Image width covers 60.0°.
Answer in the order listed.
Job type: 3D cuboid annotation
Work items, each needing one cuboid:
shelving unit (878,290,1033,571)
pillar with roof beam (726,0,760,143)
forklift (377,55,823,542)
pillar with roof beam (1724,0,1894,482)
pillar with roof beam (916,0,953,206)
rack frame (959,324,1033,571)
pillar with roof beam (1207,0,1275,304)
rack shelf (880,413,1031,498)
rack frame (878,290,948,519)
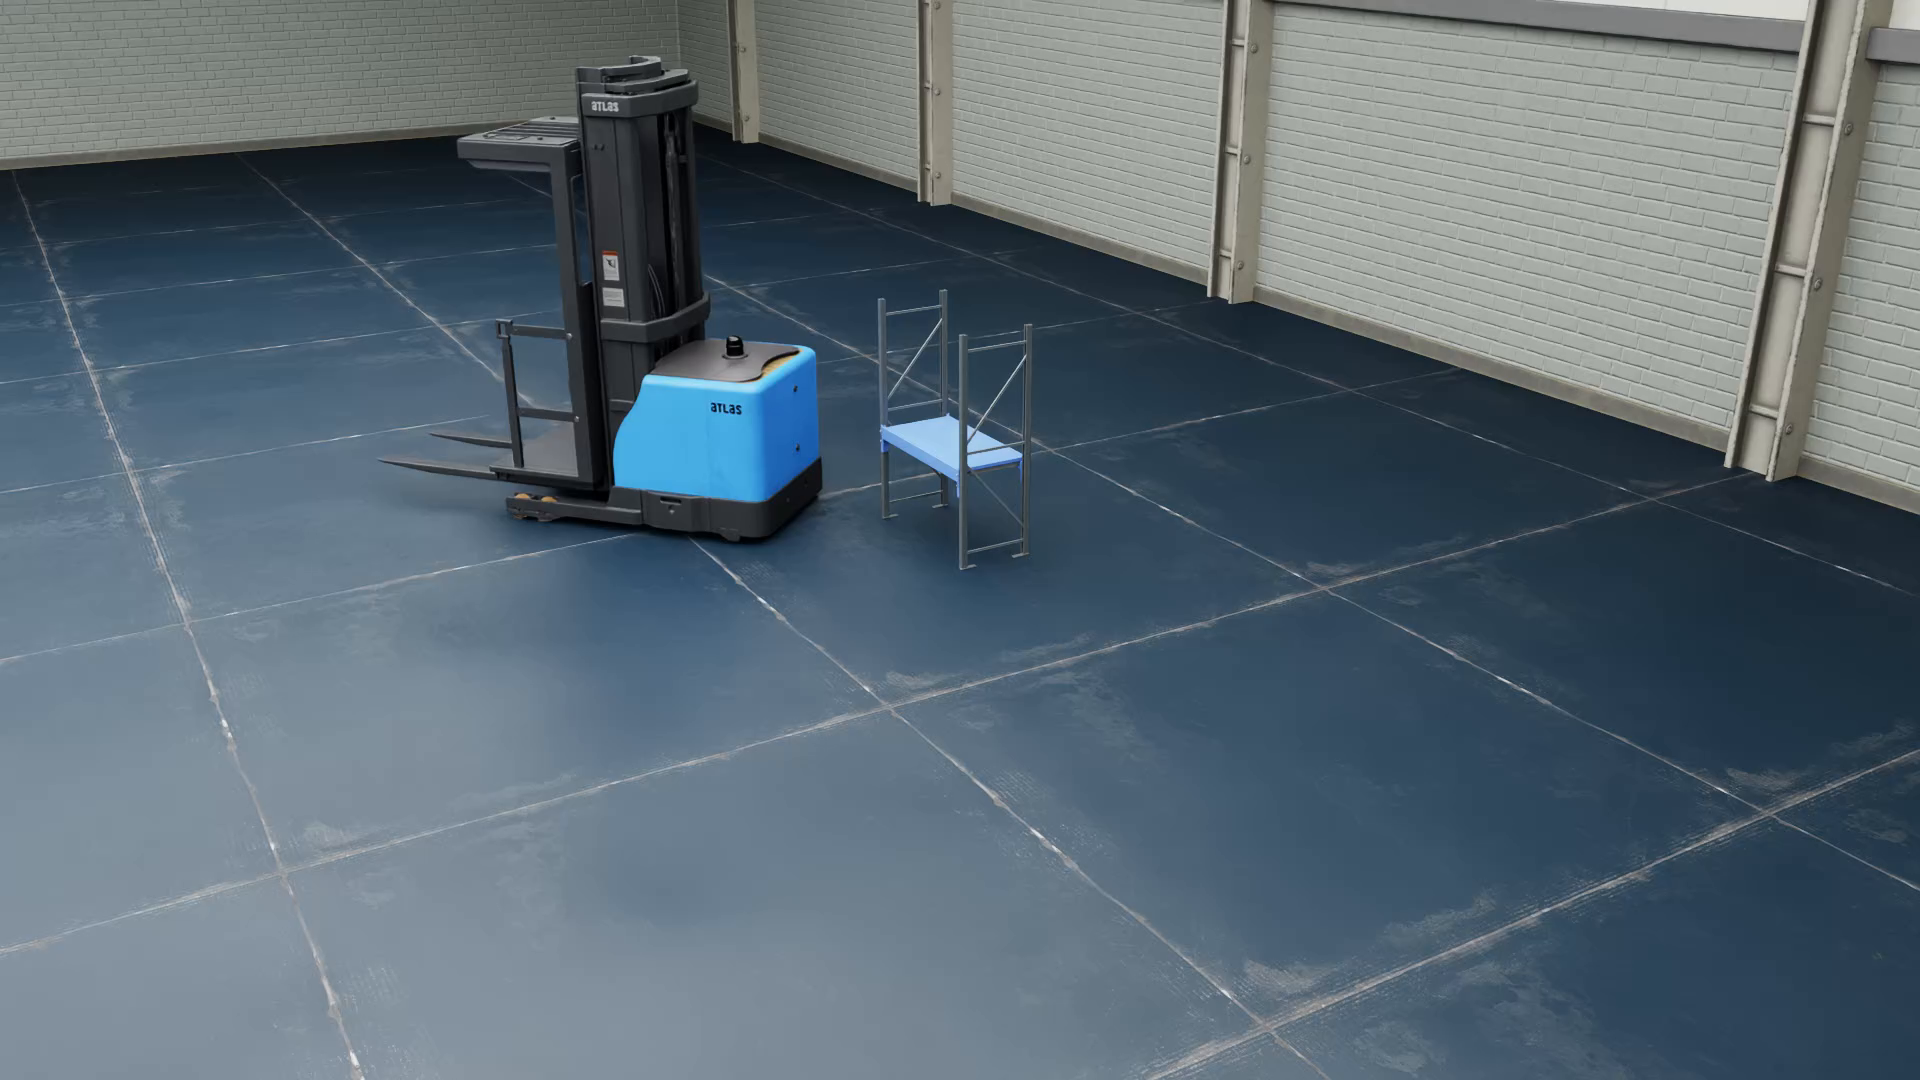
[{"bbox_3d":[-0.044,-0.722,10.597,0.538,1.500,1.048,-13,25,-28],"label":"shelving unit"},{"bbox_3d":[-7.088,-9.675,22.664,9.100,9.000,0.400,-13,25,-28],"label":"pillar with roof beam"},{"bbox_3d":[-2.525,-1.657,10.997,3.031,2.935,1.130,7,23,16],"label":"forklift"},{"bbox_3d":[2.107,-3.848,8.328,9.100,9.000,0.400,-13,25,-28],"label":"pillar with roof beam"},{"bbox_3d":[-4.023,-7.733,17.885,9.100,9.000,0.400,-13,25,-28],"label":"pillar with roof beam"},{"bbox_3d":[0.216,-0.558,10.192,0.500,1.500,0.032,-13,25,-28],"label":"rack frame"},{"bbox_3d":[-0.958,-5.791,13.107,9.100,9.000,0.400,-13,25,-28],"label":"pillar with roof beam"},{"bbox_3d":[-0.044,-0.556,10.665,0.538,0.185,1.000,-13,25,-28],"label":"rack shelf"},{"bbox_3d":[-0.303,-0.887,11.002,0.500,1.500,0.032,-13,25,-28],"label":"rack frame"}]
